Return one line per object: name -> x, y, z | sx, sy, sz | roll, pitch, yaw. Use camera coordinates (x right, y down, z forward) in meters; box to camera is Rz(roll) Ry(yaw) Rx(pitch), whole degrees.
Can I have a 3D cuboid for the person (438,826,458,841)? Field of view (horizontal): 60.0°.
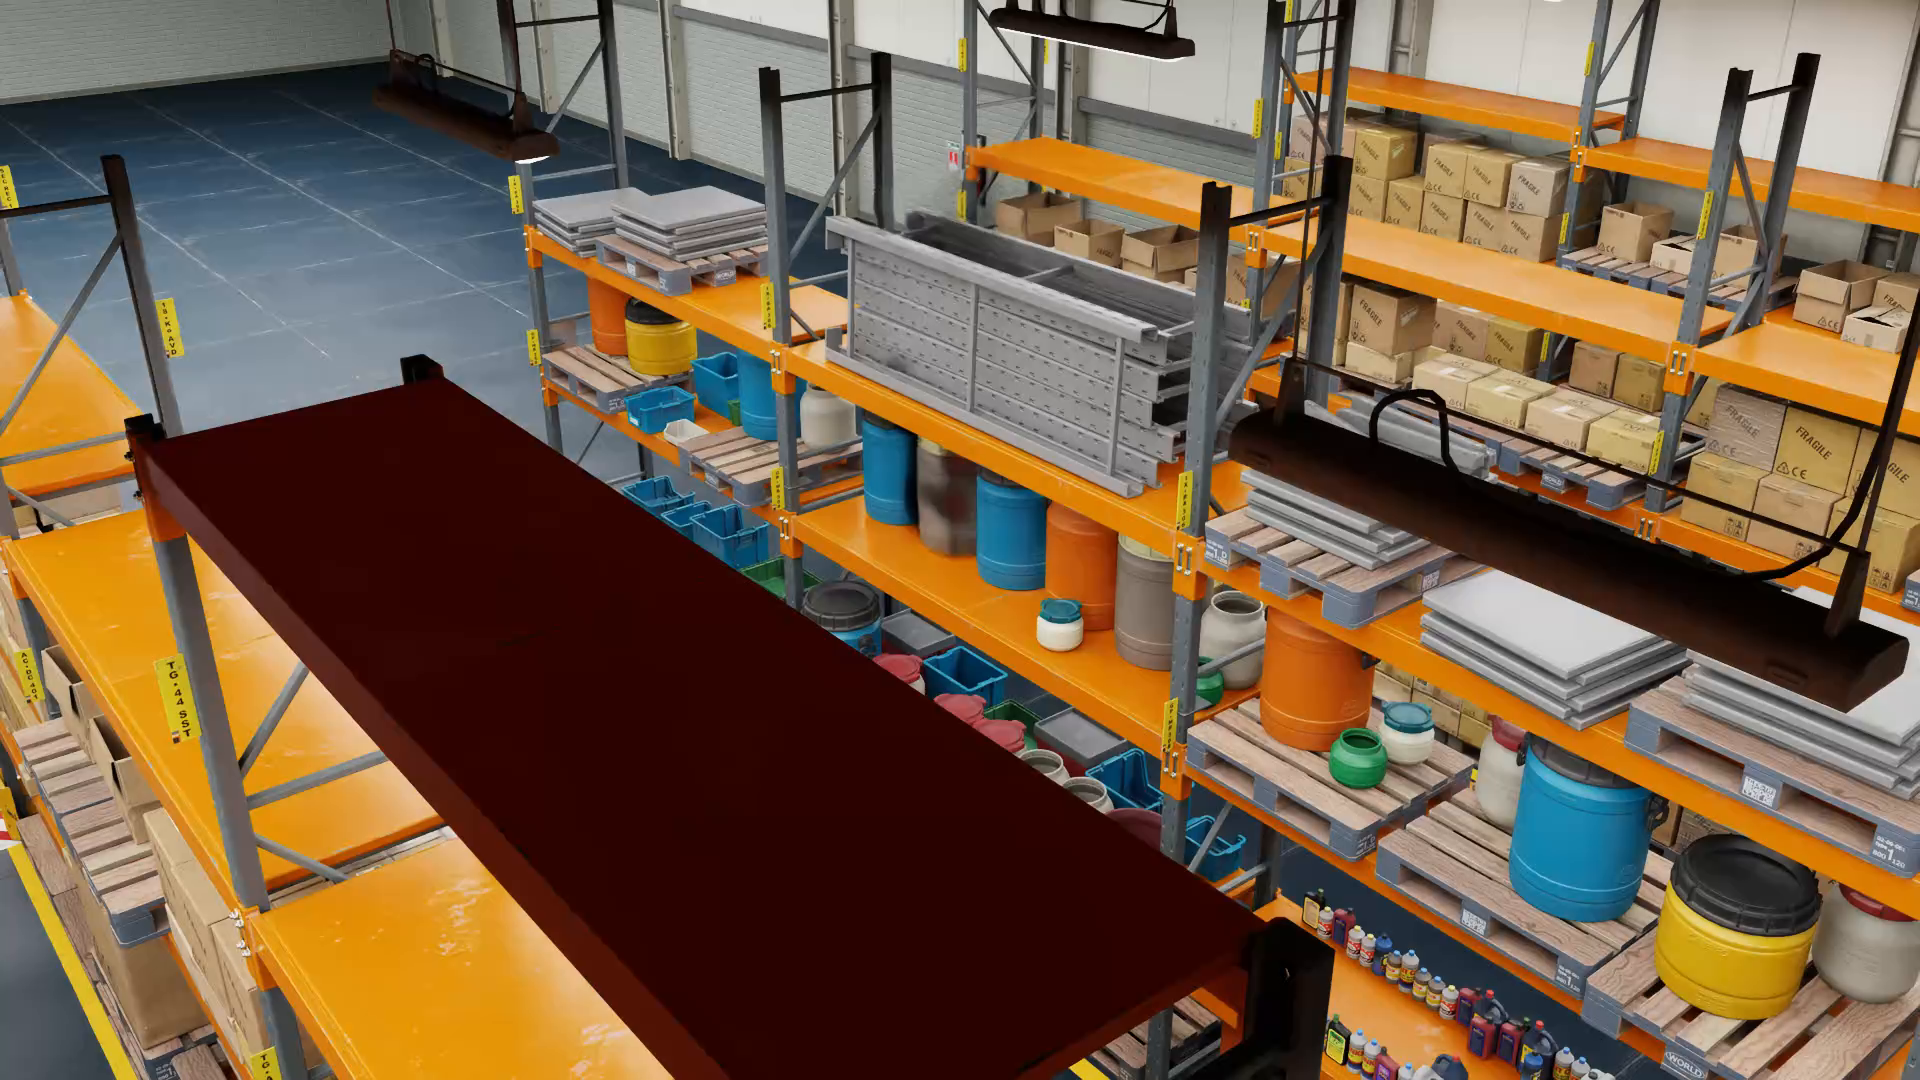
person -> -3.213, 2.219, 11.034 | 0.663, 1.764, 0.728 | -21, 33, -36
